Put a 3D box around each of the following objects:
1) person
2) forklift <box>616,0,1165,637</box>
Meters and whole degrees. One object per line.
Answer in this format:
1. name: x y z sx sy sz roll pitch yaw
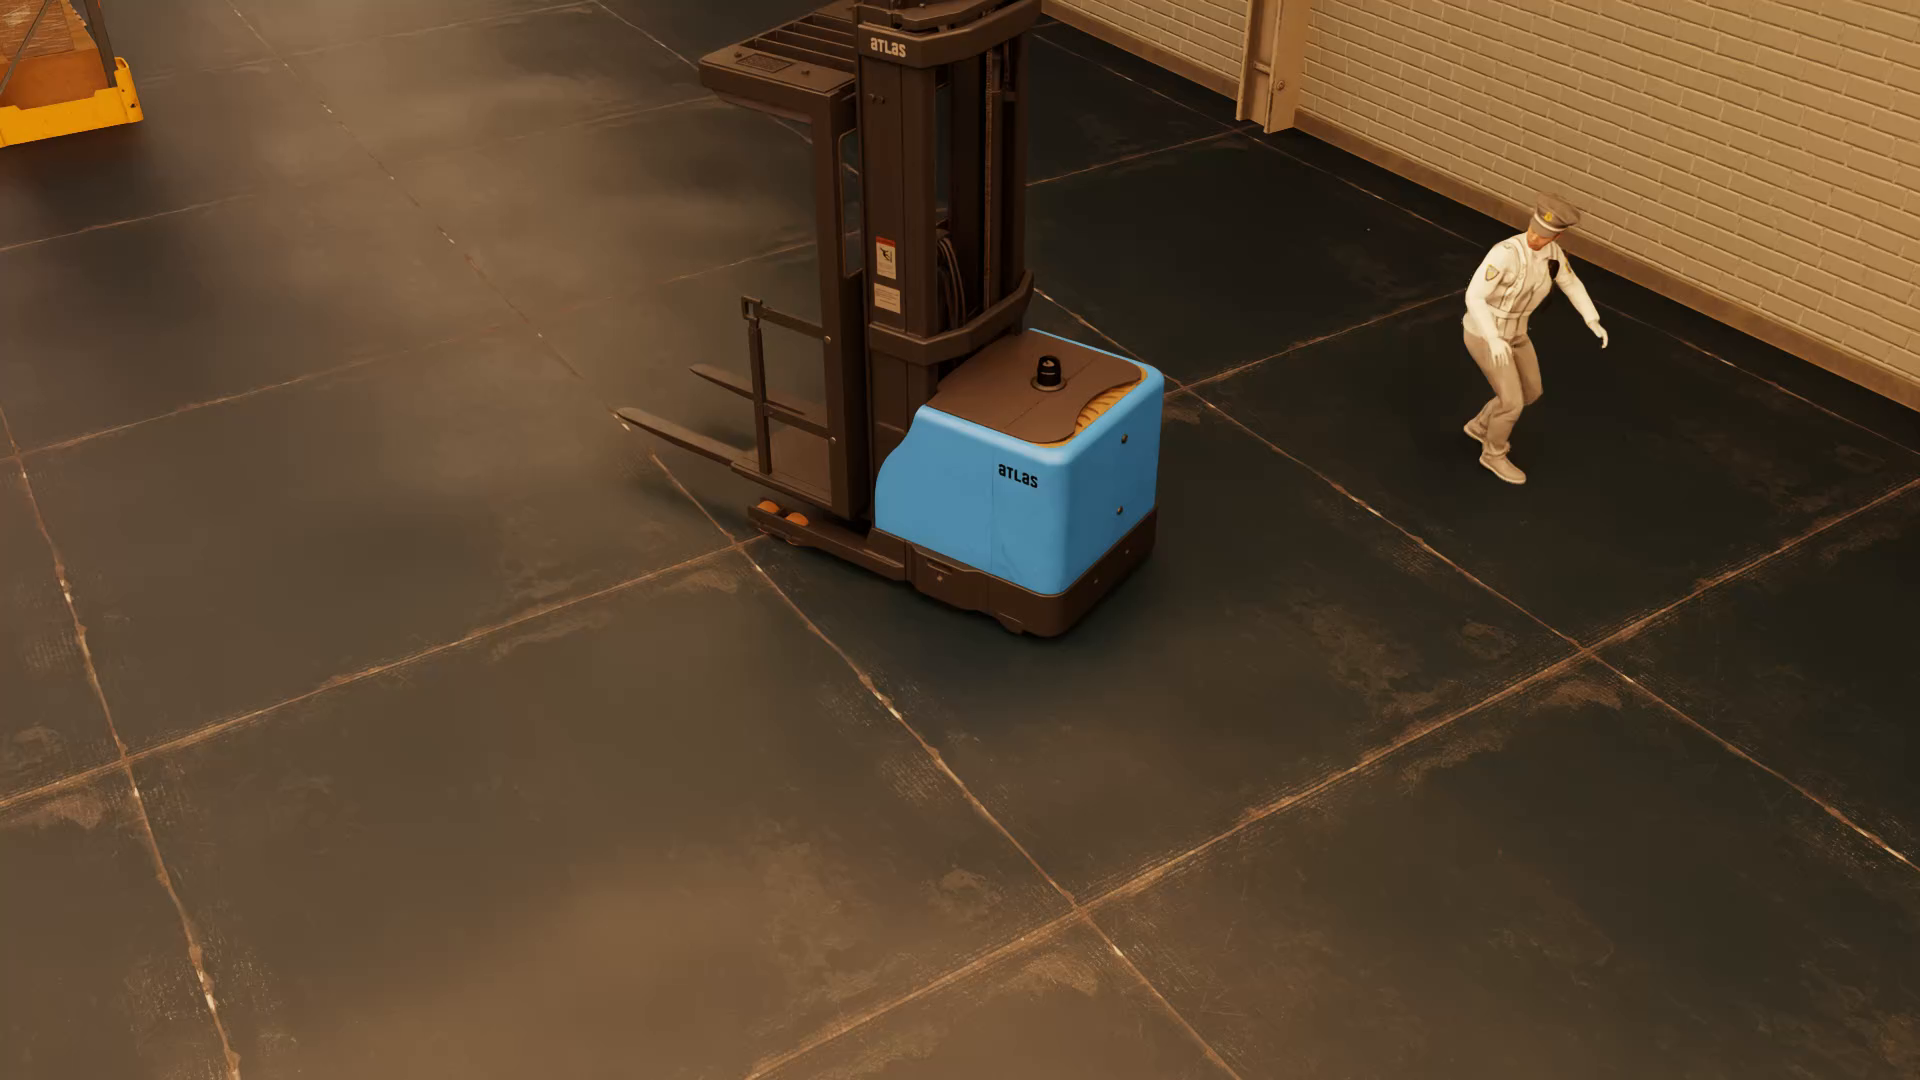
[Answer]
1. person: 3.007 -1.046 8.810 0.742 1.594 0.672 -26 42 -32
2. forklift: -0.500 -1.399 8.138 3.031 2.935 1.130 22 41 28
